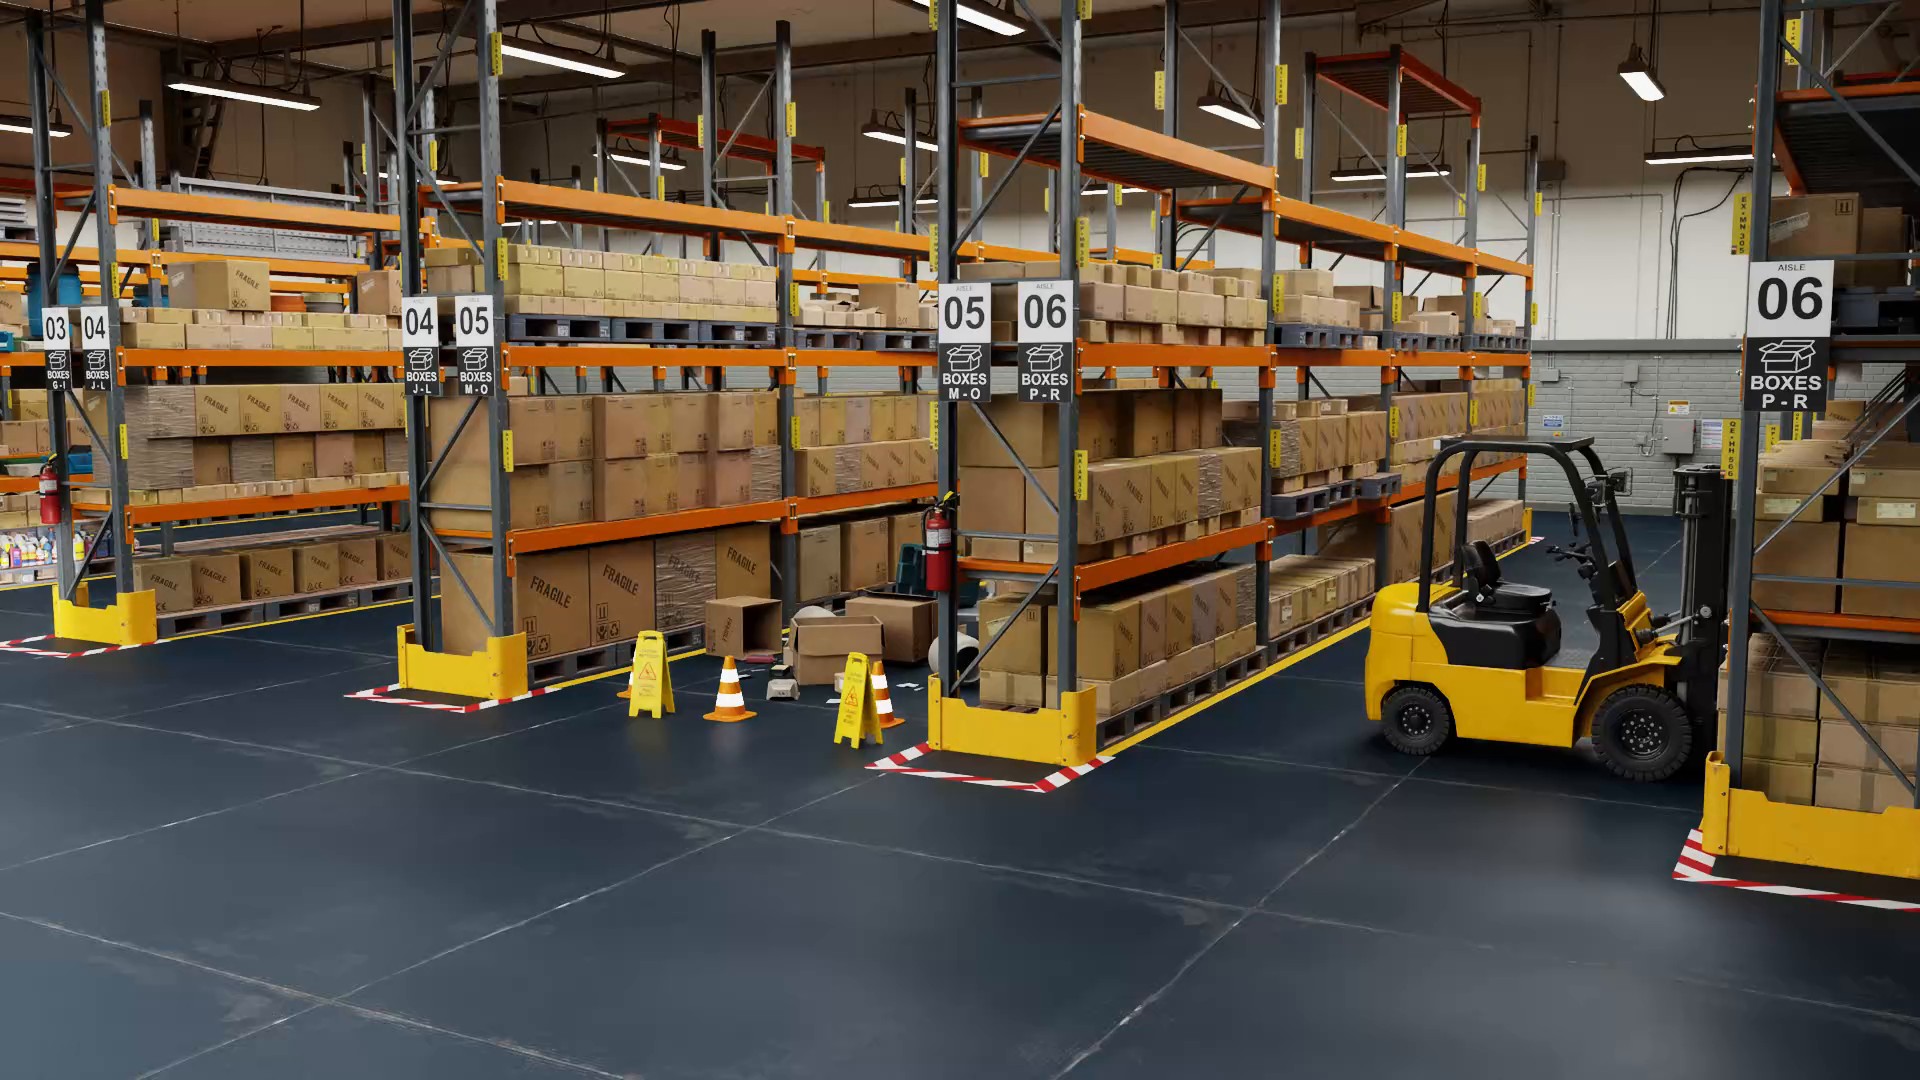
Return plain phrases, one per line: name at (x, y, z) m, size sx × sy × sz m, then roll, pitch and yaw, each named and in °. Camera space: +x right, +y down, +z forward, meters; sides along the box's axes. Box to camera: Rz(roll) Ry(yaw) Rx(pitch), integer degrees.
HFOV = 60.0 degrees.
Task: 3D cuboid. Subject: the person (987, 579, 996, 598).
person at (0.467, -0.084, 18.833) m, size 0.480 × 1.536 × 0.511 m, roll 3°, pitch 7°, yaw 29°
